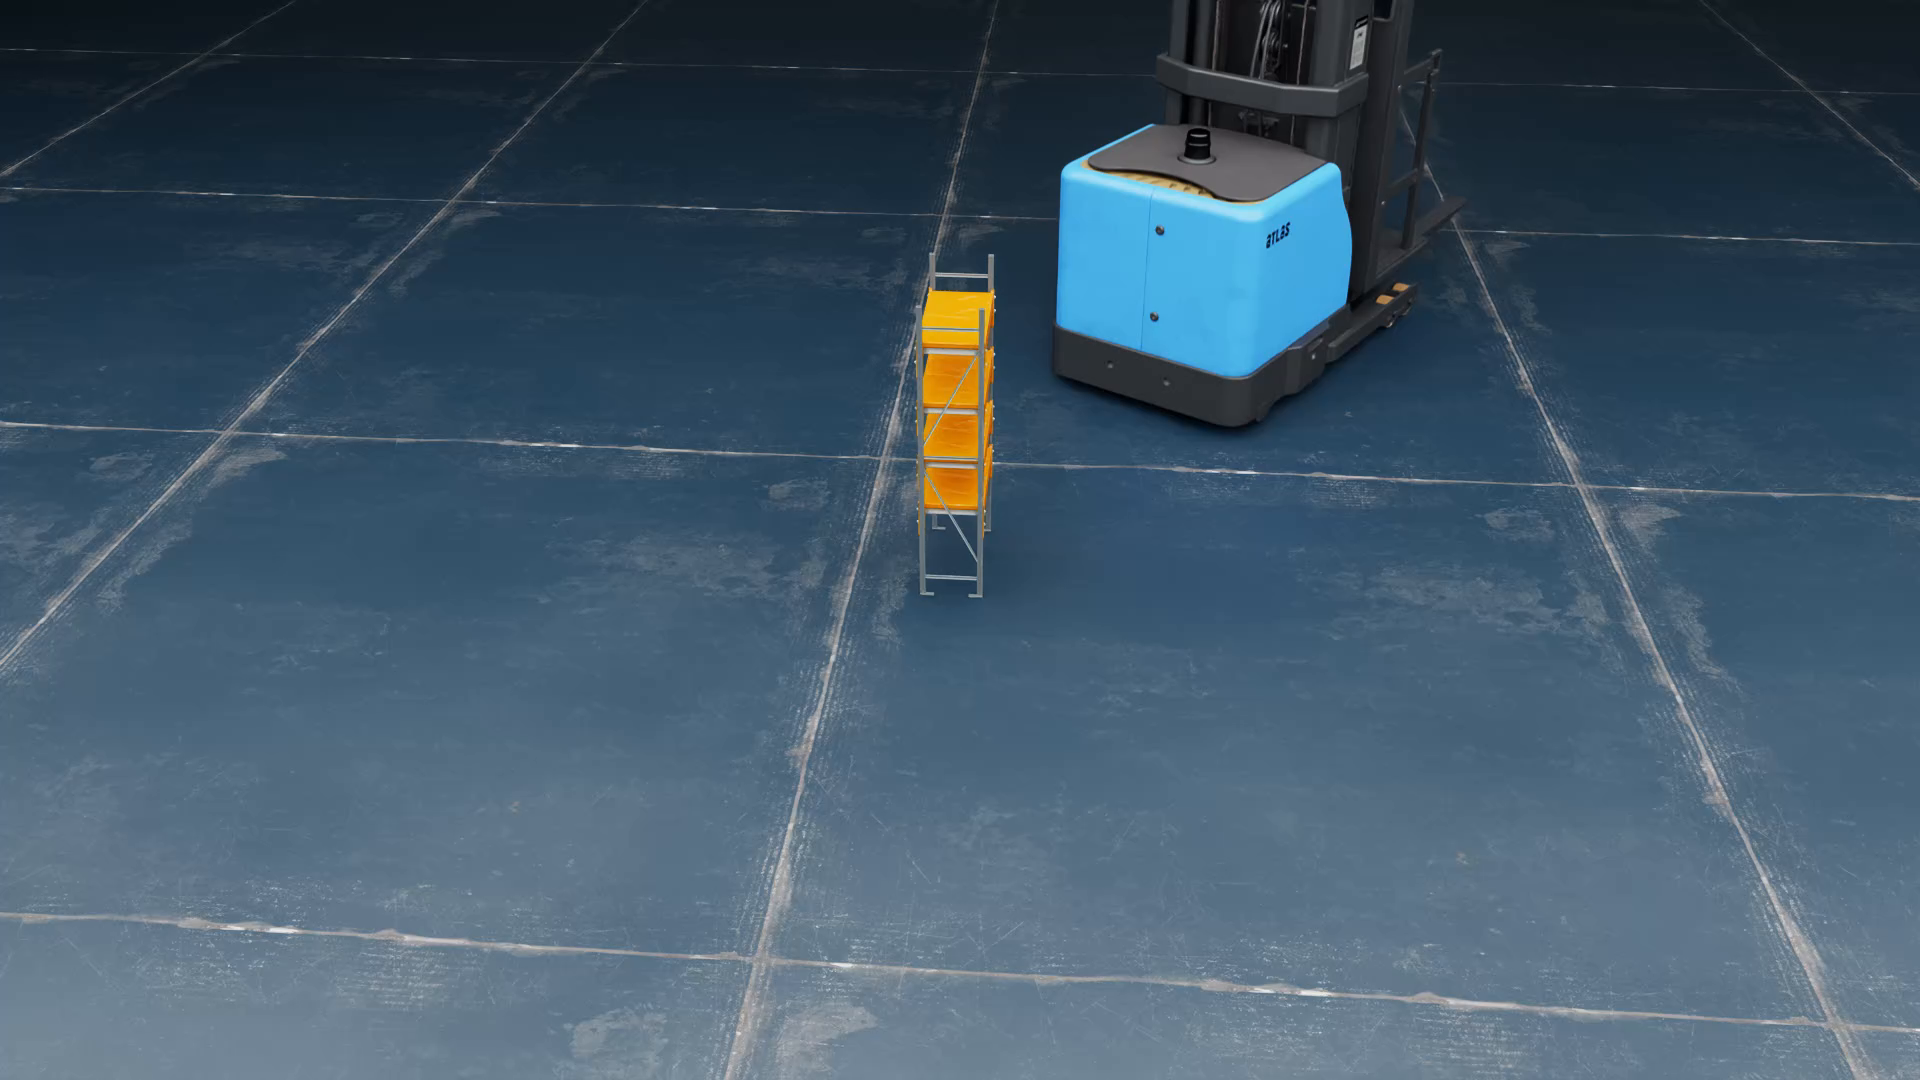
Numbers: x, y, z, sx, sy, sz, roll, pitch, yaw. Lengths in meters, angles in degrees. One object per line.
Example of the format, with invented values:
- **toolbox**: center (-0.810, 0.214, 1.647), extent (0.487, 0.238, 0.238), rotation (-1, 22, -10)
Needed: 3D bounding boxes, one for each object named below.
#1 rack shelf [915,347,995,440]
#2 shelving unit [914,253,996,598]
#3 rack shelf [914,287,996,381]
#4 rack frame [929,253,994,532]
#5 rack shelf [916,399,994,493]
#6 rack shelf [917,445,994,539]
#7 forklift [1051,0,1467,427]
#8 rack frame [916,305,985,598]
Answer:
- **rack shelf**: center (-0.013, -0.557, 6.213), extent (0.258, 0.148, 0.480), rotation (2, 32, 4)
- **shelving unit**: center (-0.013, -0.424, 6.295), extent (0.258, 1.200, 0.503), rotation (2, 32, 4)
- **rack shelf**: center (-0.013, -0.759, 6.089), extent (0.258, 0.148, 0.480), rotation (2, 32, 4)
- **rack frame**: center (0.006, -0.552, 6.502), extent (0.240, 1.200, 0.015), rotation (2, 32, 4)
- **rack shelf**: center (-0.013, -0.367, 6.330), extent (0.258, 0.148, 0.480), rotation (2, 32, 4)
- **rack shelf**: center (-0.013, -0.198, 6.434), extent (0.258, 0.148, 0.480), rotation (2, 32, 4)
- **forklift**: center (1.720, -2.471, 7.966), extent (1.130, 2.935, 3.031), rotation (21, 38, 31)
- **rack frame**: center (-0.033, -0.297, 6.088), extent (0.240, 1.200, 0.015), rotation (2, 32, 4)
